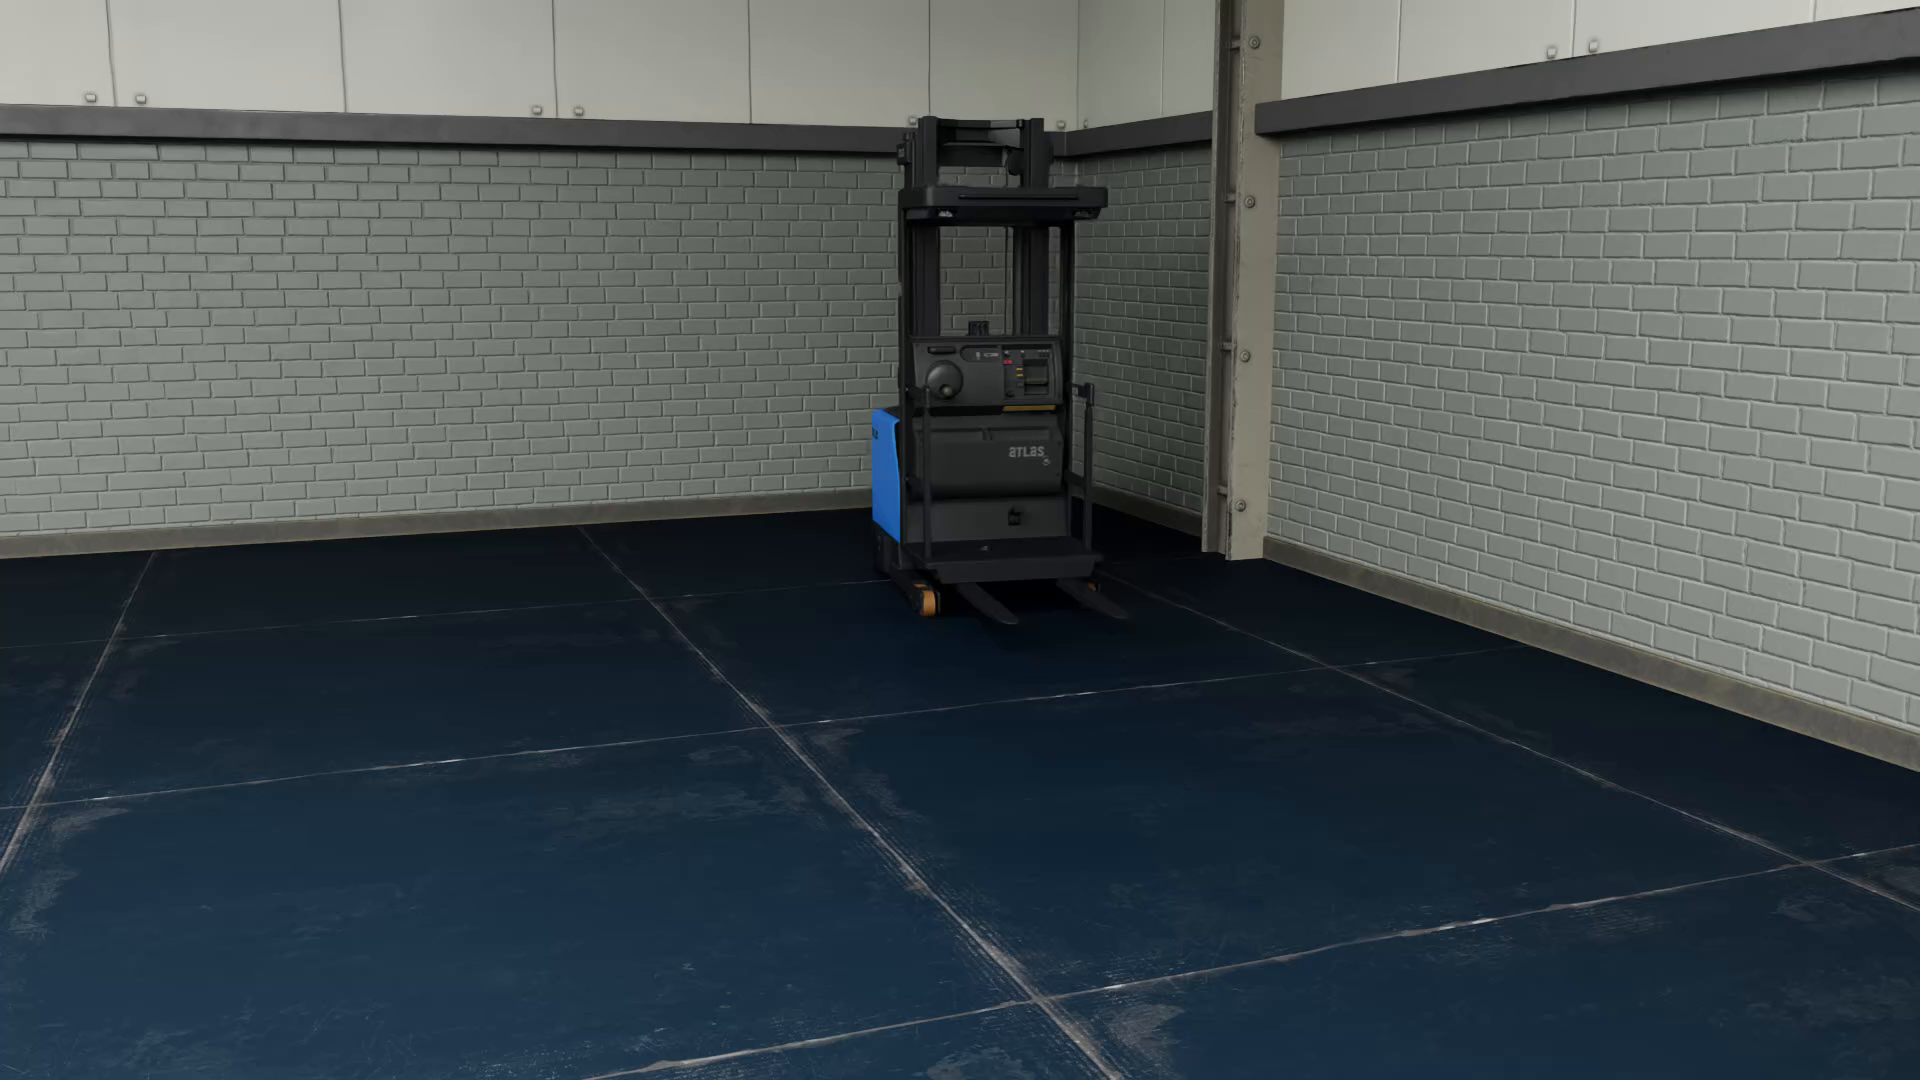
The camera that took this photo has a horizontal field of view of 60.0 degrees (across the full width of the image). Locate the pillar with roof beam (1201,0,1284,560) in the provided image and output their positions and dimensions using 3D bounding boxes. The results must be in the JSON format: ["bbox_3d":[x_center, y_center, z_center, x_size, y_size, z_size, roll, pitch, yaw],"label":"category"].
[{"bbox_3d":[-2.061,-4.057,9.532,9.100,9.000,0.400,-4,11,-21],"label":"pillar with roof beam"}]

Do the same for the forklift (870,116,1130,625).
[{"bbox_3d":[0.224,-1.057,9.994,1.130,2.935,3.031,-2,10,-13],"label":"forklift"}]
